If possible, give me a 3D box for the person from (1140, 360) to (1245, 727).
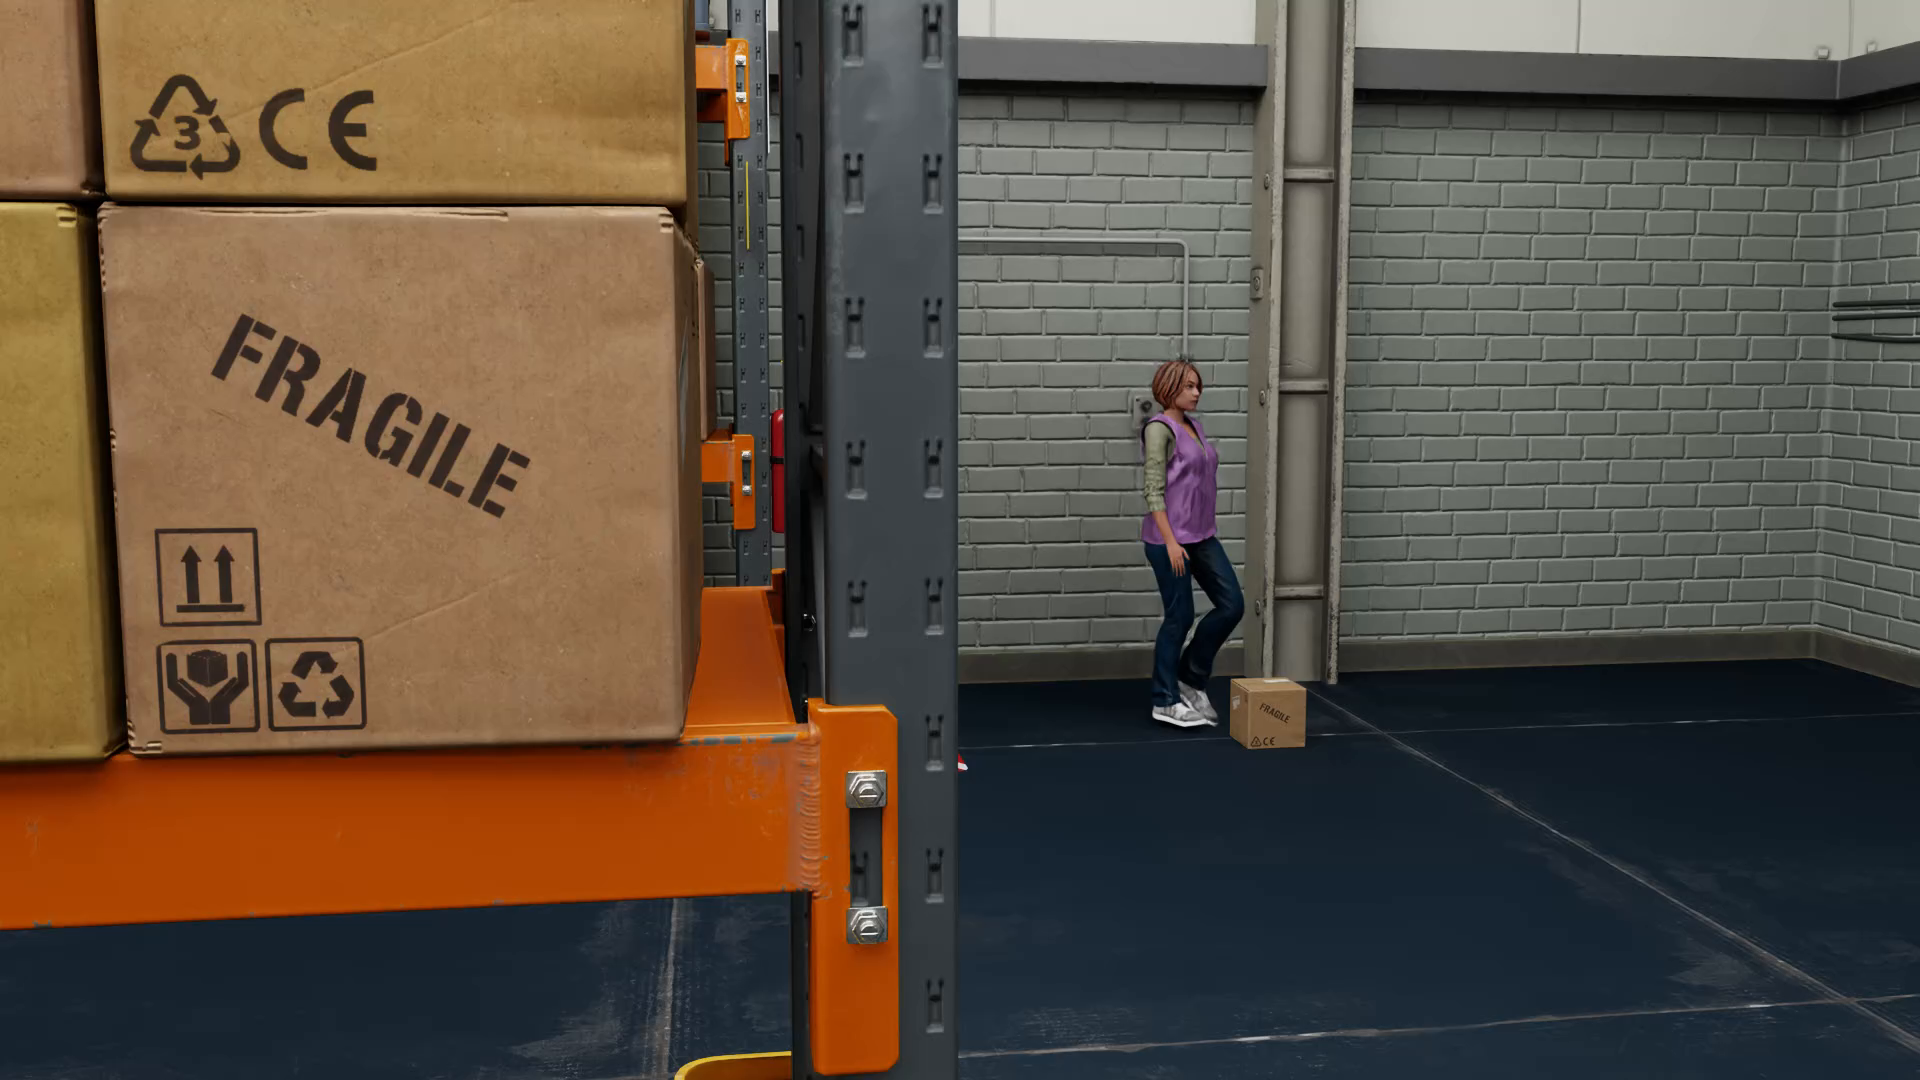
[{"bbox_3d":[0.989,0.033,7.194,0.405,1.603,0.465,6,9,41],"label":"person"}]
